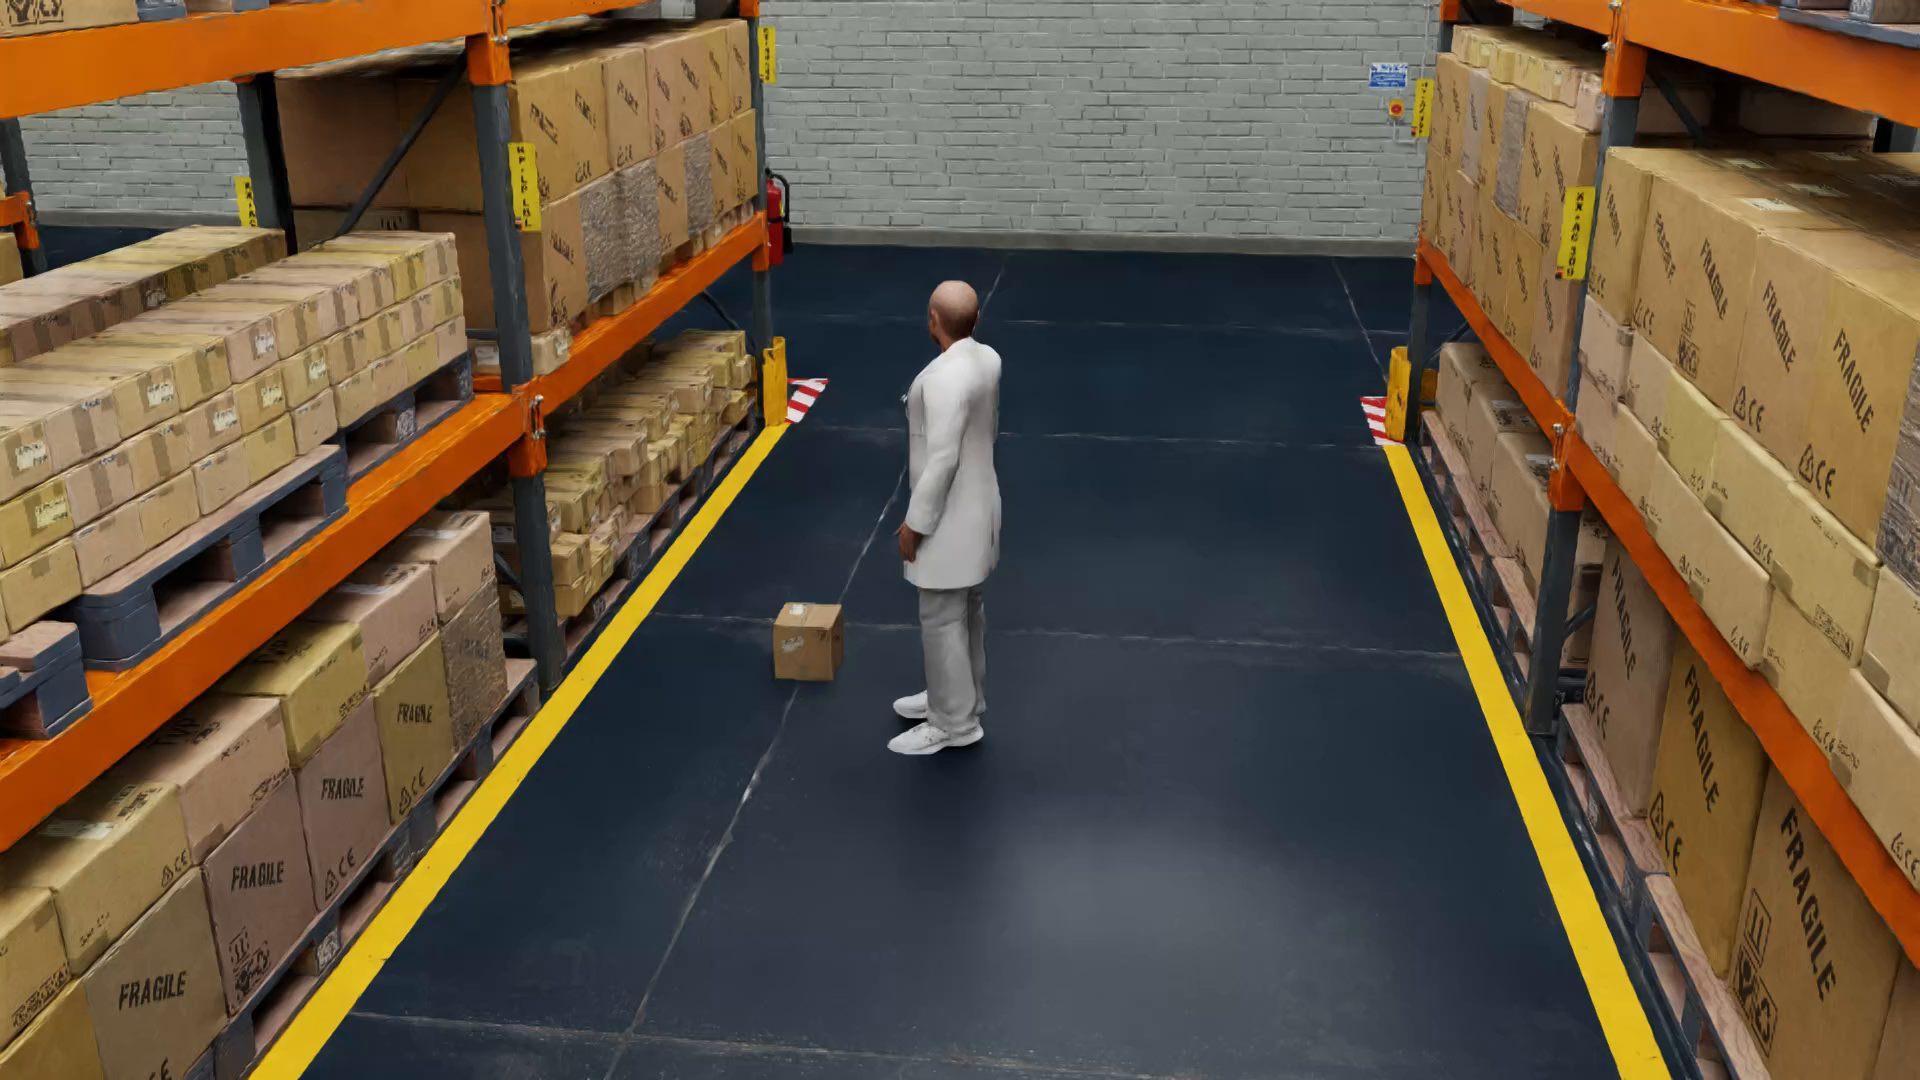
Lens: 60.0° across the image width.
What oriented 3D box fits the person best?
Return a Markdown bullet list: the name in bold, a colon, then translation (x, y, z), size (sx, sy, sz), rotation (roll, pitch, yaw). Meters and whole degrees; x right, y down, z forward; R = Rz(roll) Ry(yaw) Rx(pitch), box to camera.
- **person**: translation (-0.071, -0.085, 6.308), size (0.433, 1.826, 0.637), rotation (7, 22, 18)
